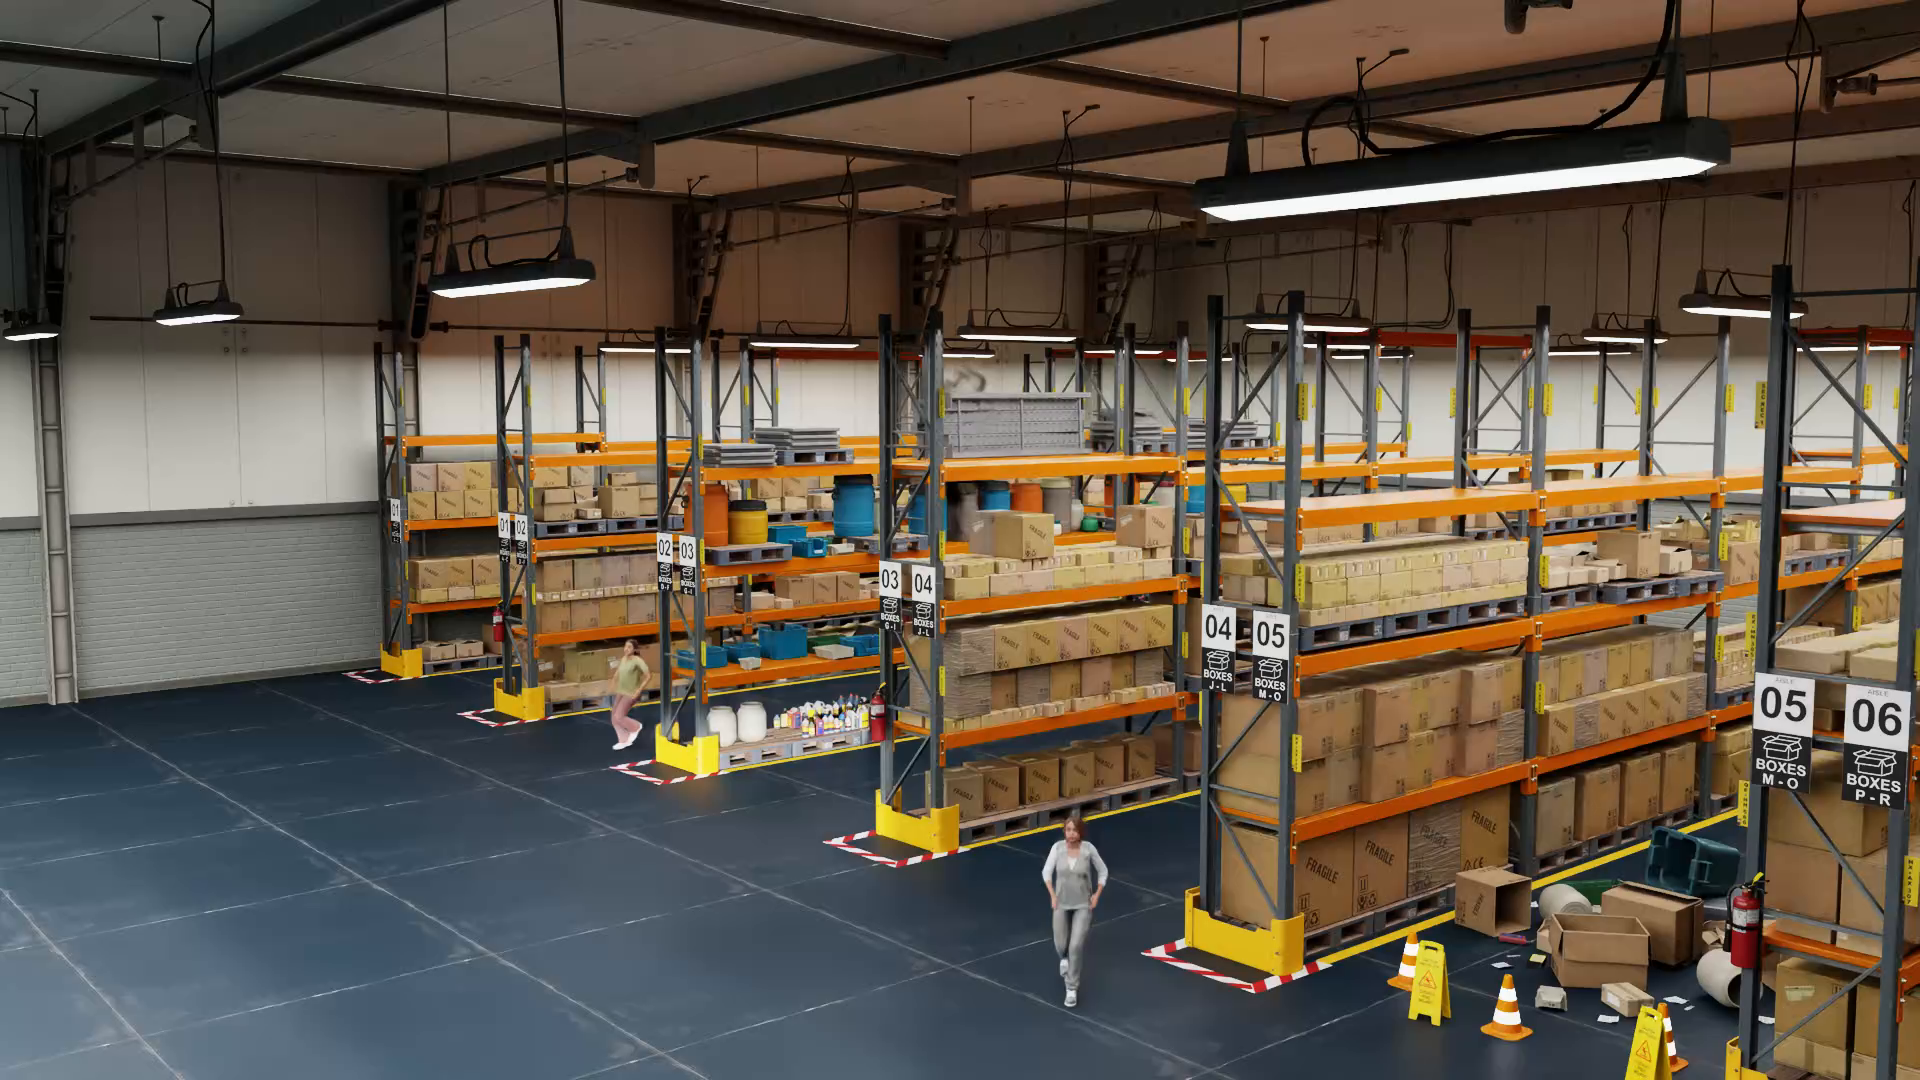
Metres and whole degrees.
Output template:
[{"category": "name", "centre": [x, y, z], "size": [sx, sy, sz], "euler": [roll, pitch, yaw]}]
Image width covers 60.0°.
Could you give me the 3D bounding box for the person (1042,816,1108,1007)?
[{"category": "person", "centre": [0.980, 3.106, 14.152], "size": [0.564, 1.584, 0.610], "euler": [1, 5, 10]}]

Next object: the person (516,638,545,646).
[{"category": "person", "centre": [-7.187, 1.803, 28.098], "size": [0.548, 1.595, 0.563], "euler": [5, 7, 44]}]

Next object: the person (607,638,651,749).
[{"category": "person", "centre": [-4.746, 2.209, 23.782], "size": [0.632, 1.625, 0.533], "euler": [4, 7, 39]}]
